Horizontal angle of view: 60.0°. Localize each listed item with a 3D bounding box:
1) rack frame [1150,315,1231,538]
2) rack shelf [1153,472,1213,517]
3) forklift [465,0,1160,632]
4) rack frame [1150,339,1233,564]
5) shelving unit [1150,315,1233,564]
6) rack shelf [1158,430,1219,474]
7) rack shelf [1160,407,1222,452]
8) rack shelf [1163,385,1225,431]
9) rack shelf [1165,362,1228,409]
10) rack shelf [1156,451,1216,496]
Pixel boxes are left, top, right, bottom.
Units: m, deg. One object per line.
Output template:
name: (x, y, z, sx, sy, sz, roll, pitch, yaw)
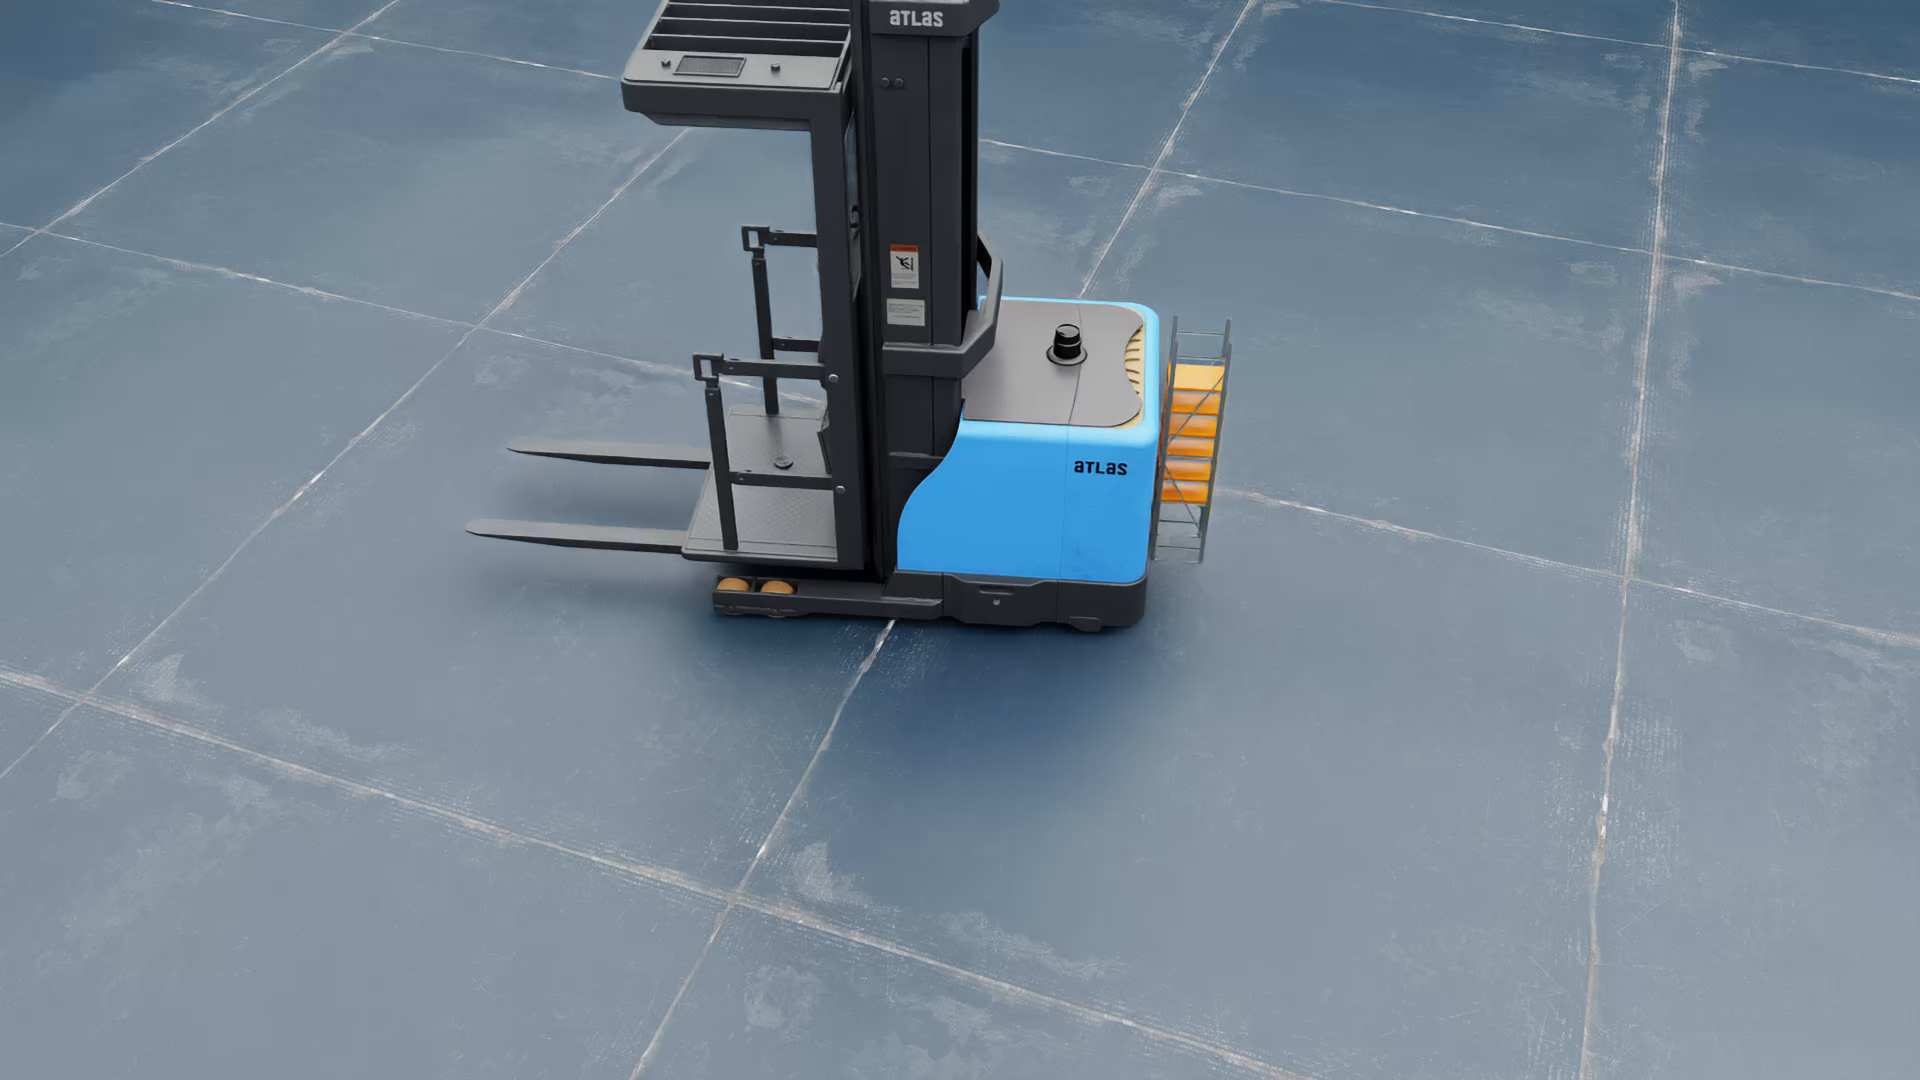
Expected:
rack frame: (1.008, -0.475, 7.334, 0.240, 1.200, 0.006, 4, 41, 4)
rack shelf: (0.997, -0.200, 7.450, 0.258, 0.103, 0.180, 4, 41, 4)
forklift: (-0.668, -1.111, 6.747, 3.031, 2.935, 1.130, 3, 41, 4)
rack frame: (0.991, -0.357, 7.196, 0.240, 1.200, 0.006, 4, 41, 4)
shelving unit: (0.999, -0.416, 7.265, 0.258, 1.200, 0.189, 4, 41, 4)
rack shelf: (0.999, -0.383, 7.294, 0.258, 0.103, 0.180, 4, 41, 4)
rack shelf: (1.000, -0.474, 7.216, 0.258, 0.103, 0.180, 4, 41, 4)
rack shelf: (1.001, -0.565, 7.138, 0.258, 0.103, 0.180, 4, 41, 4)
rack shelf: (1.002, -0.656, 7.060, 0.258, 0.103, 0.180, 4, 41, 4)
rack shelf: (0.998, -0.291, 7.372, 0.258, 0.103, 0.180, 4, 41, 4)
